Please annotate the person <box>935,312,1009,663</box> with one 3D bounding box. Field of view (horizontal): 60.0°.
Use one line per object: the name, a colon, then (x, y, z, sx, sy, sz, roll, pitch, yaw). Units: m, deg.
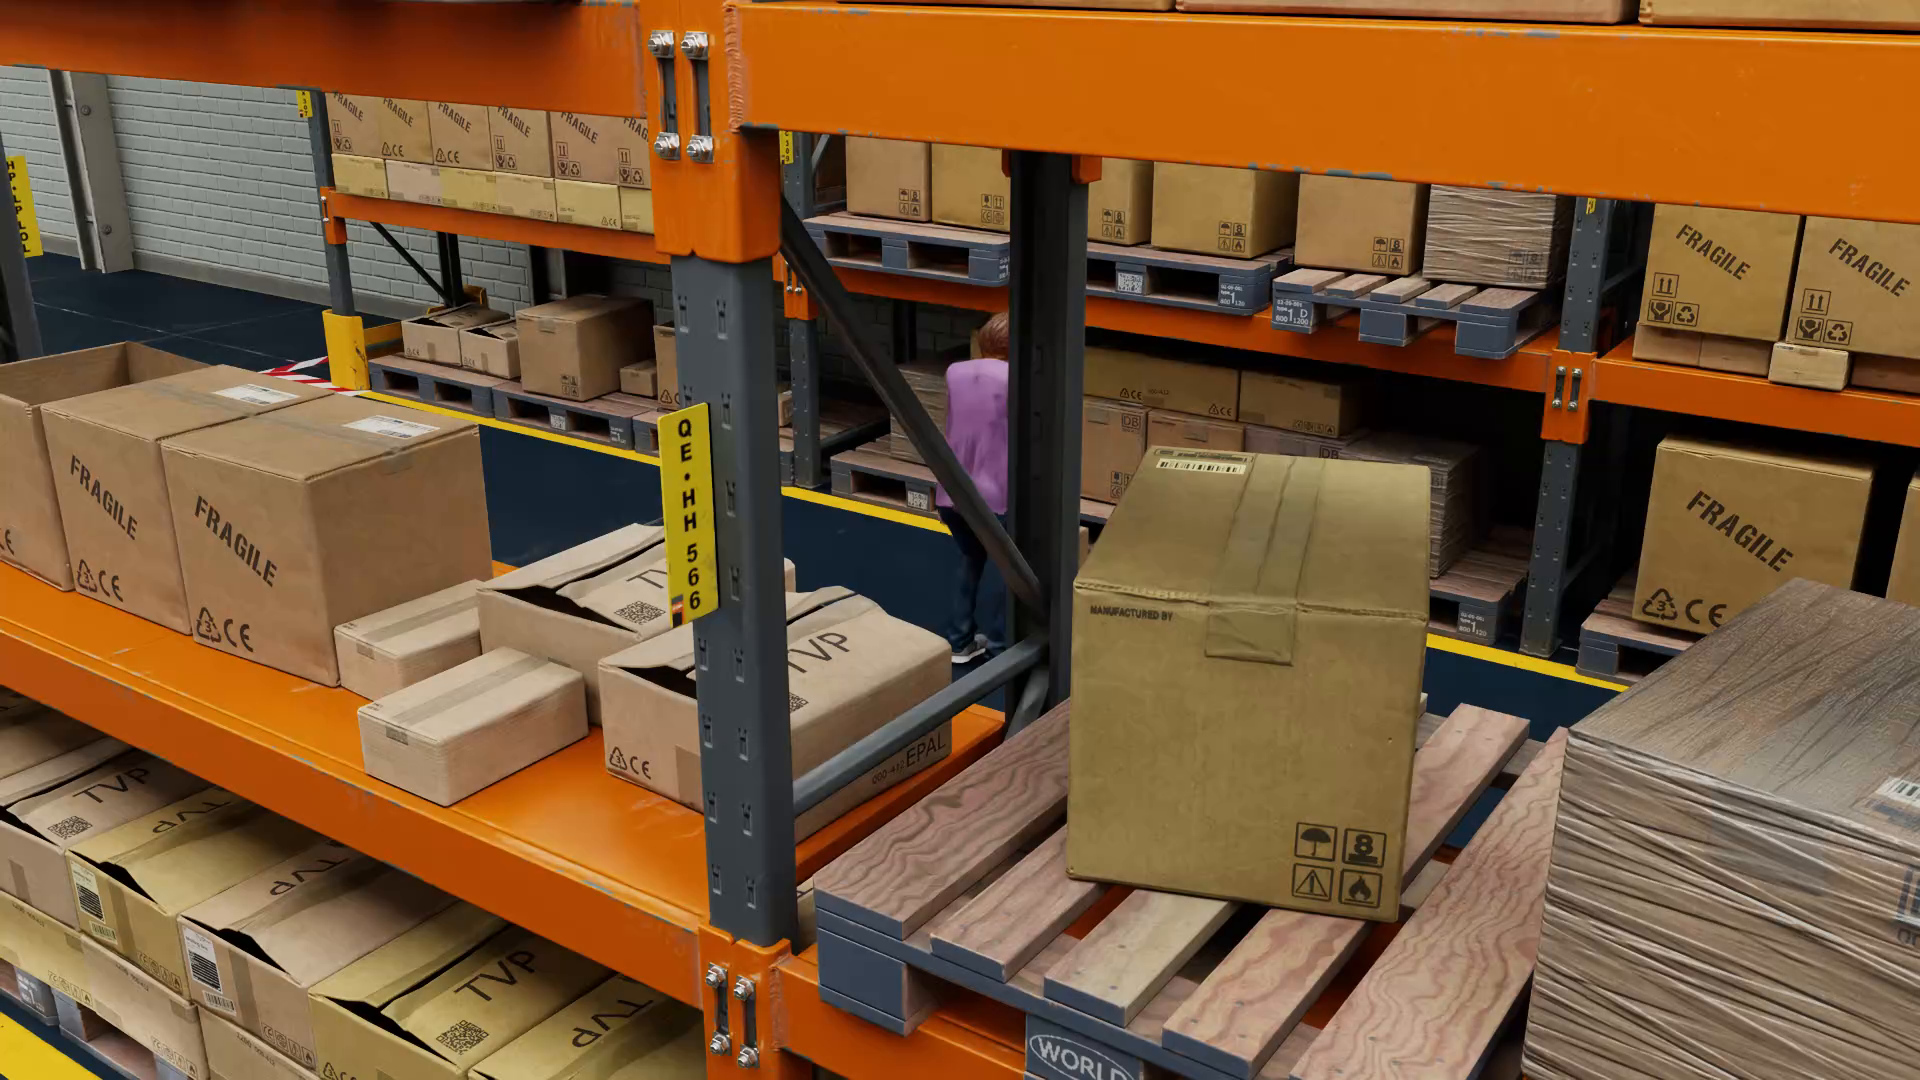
person: (0.104, -0.173, 6.793, 0.451, 1.449, 0.518, 14, 24, 33)
